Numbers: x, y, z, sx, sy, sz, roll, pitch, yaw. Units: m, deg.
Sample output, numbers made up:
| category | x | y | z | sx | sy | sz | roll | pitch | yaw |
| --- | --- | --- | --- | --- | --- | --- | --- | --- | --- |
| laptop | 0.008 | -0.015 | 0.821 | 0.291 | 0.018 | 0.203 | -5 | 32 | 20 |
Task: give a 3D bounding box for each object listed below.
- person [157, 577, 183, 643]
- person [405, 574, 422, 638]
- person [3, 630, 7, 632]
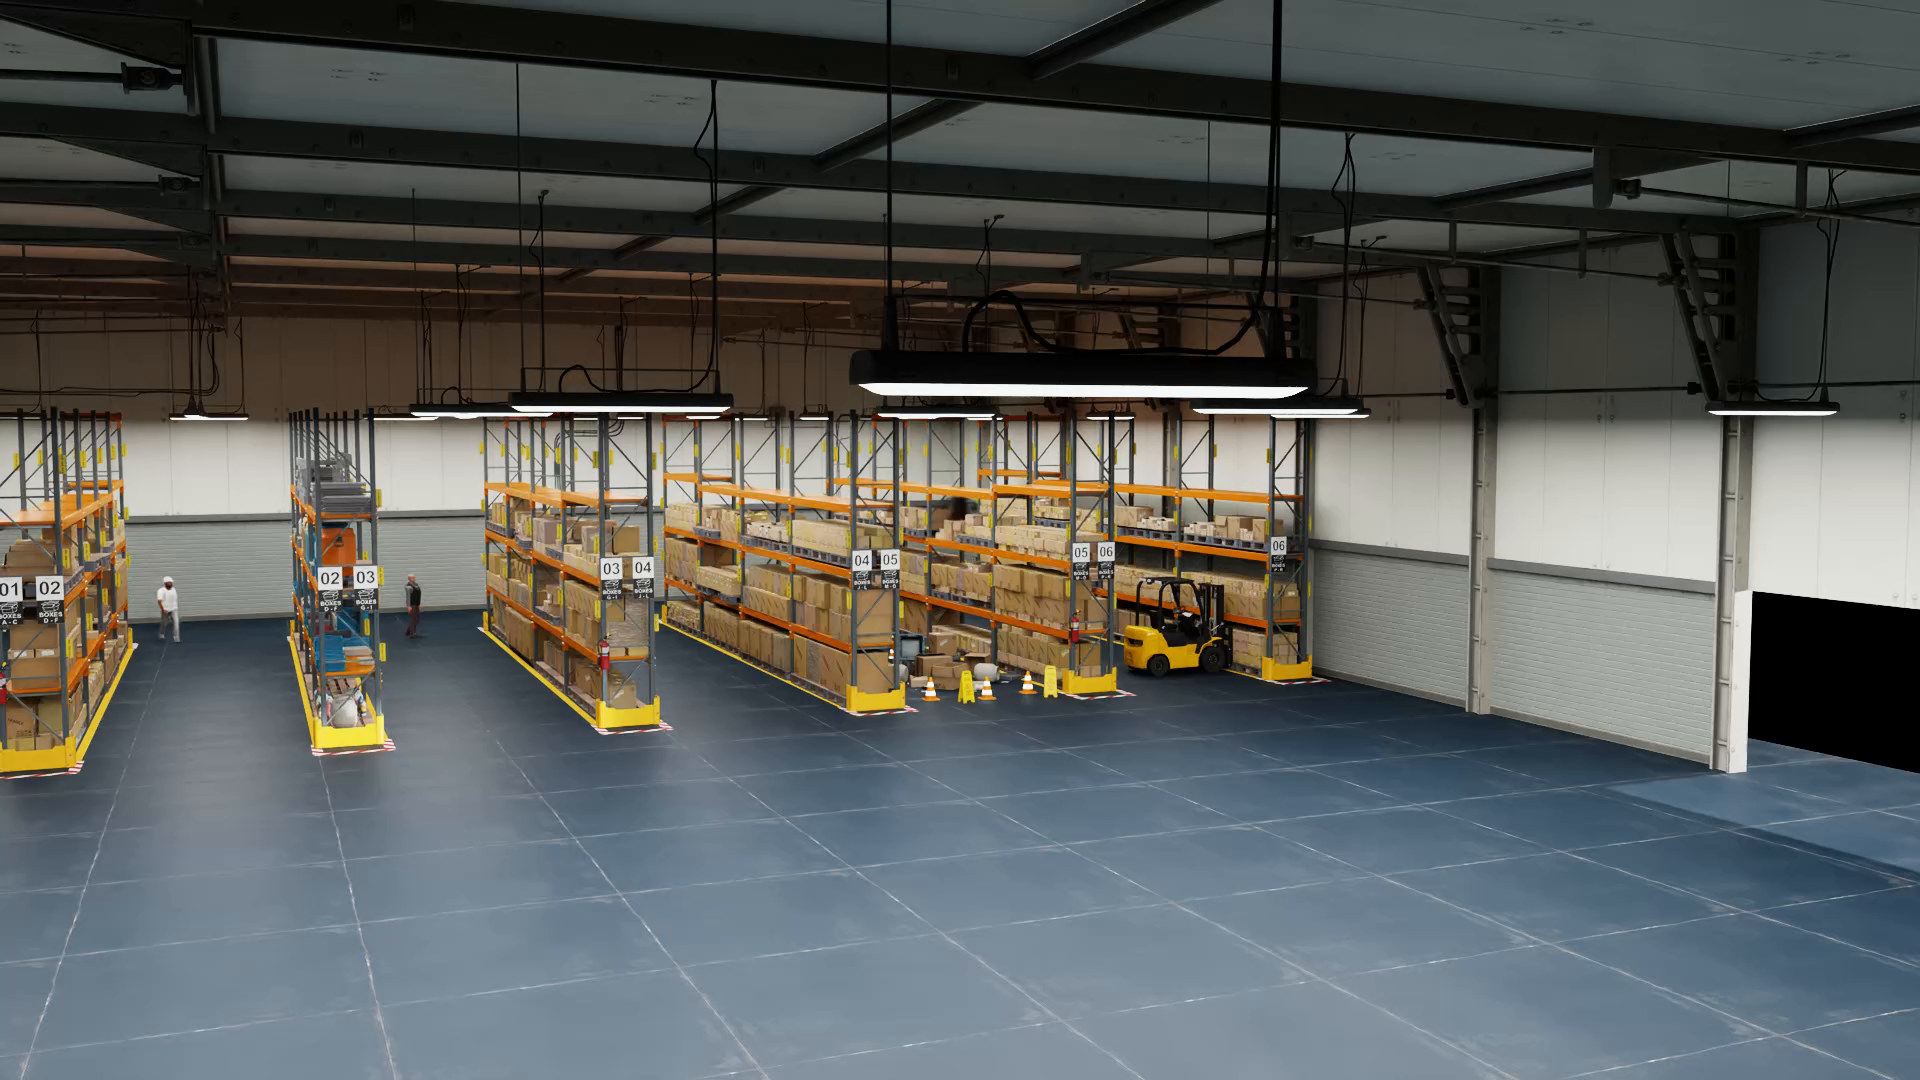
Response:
| category | x | y | z | sx | sy | sz | roll | pitch | yaw |
| --- | --- | --- | --- | --- | --- | --- | --- | --- | --- |
| person | -20.691 | 1.828 | 43.453 | 0.544 | 1.735 | 0.992 | -4 | 6 | -45 |
| person | -14.555 | 1.761 | 44.241 | 0.435 | 1.726 | 0.554 | -1 | 4 | -13 |
| person | -26.437 | 1.751 | 45.043 | 1.022 | 1.619 | 0.496 | -1 | 4 | -14 |
